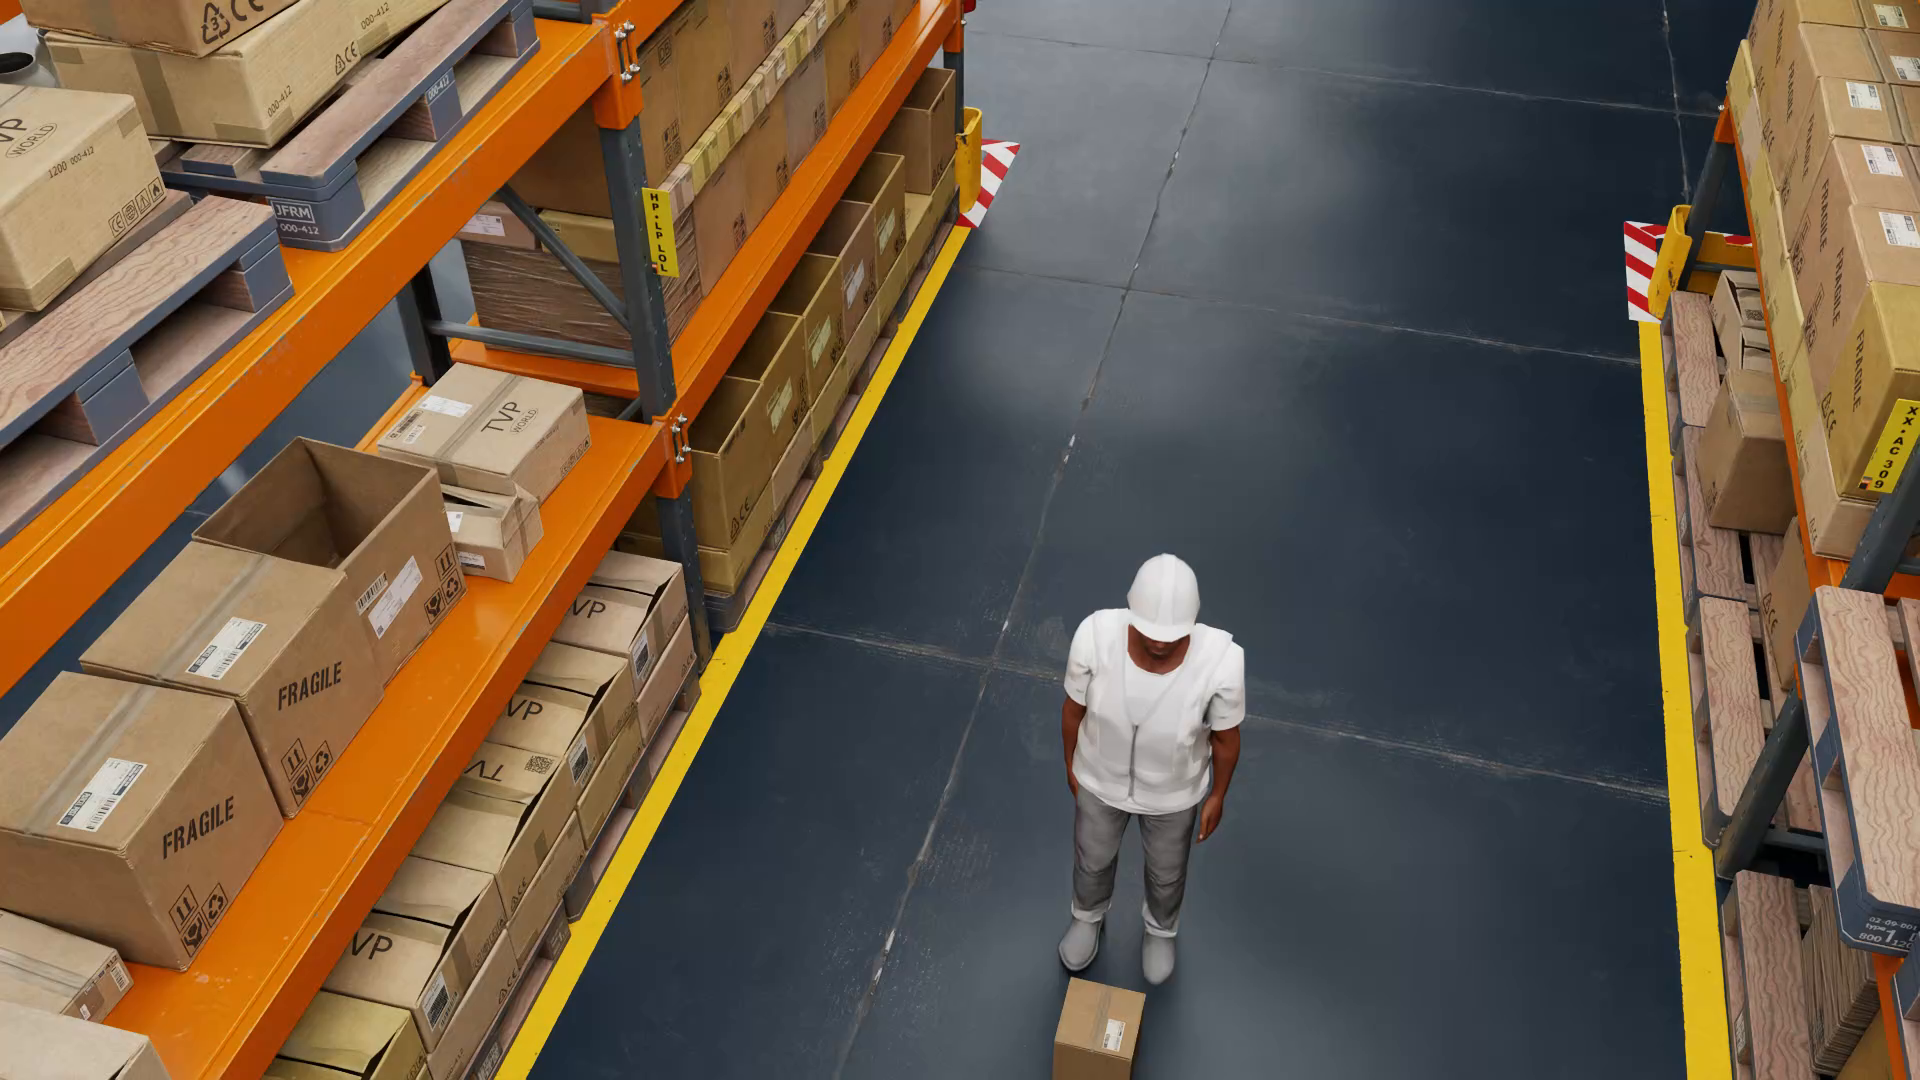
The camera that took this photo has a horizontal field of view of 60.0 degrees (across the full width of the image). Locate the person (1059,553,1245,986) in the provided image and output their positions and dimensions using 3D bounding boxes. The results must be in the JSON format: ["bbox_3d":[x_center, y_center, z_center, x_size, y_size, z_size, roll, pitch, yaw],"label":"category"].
[{"bbox_3d":[0.582,0.760,5.278,0.564,1.785,0.363,11,42,12],"label":"person"}]
